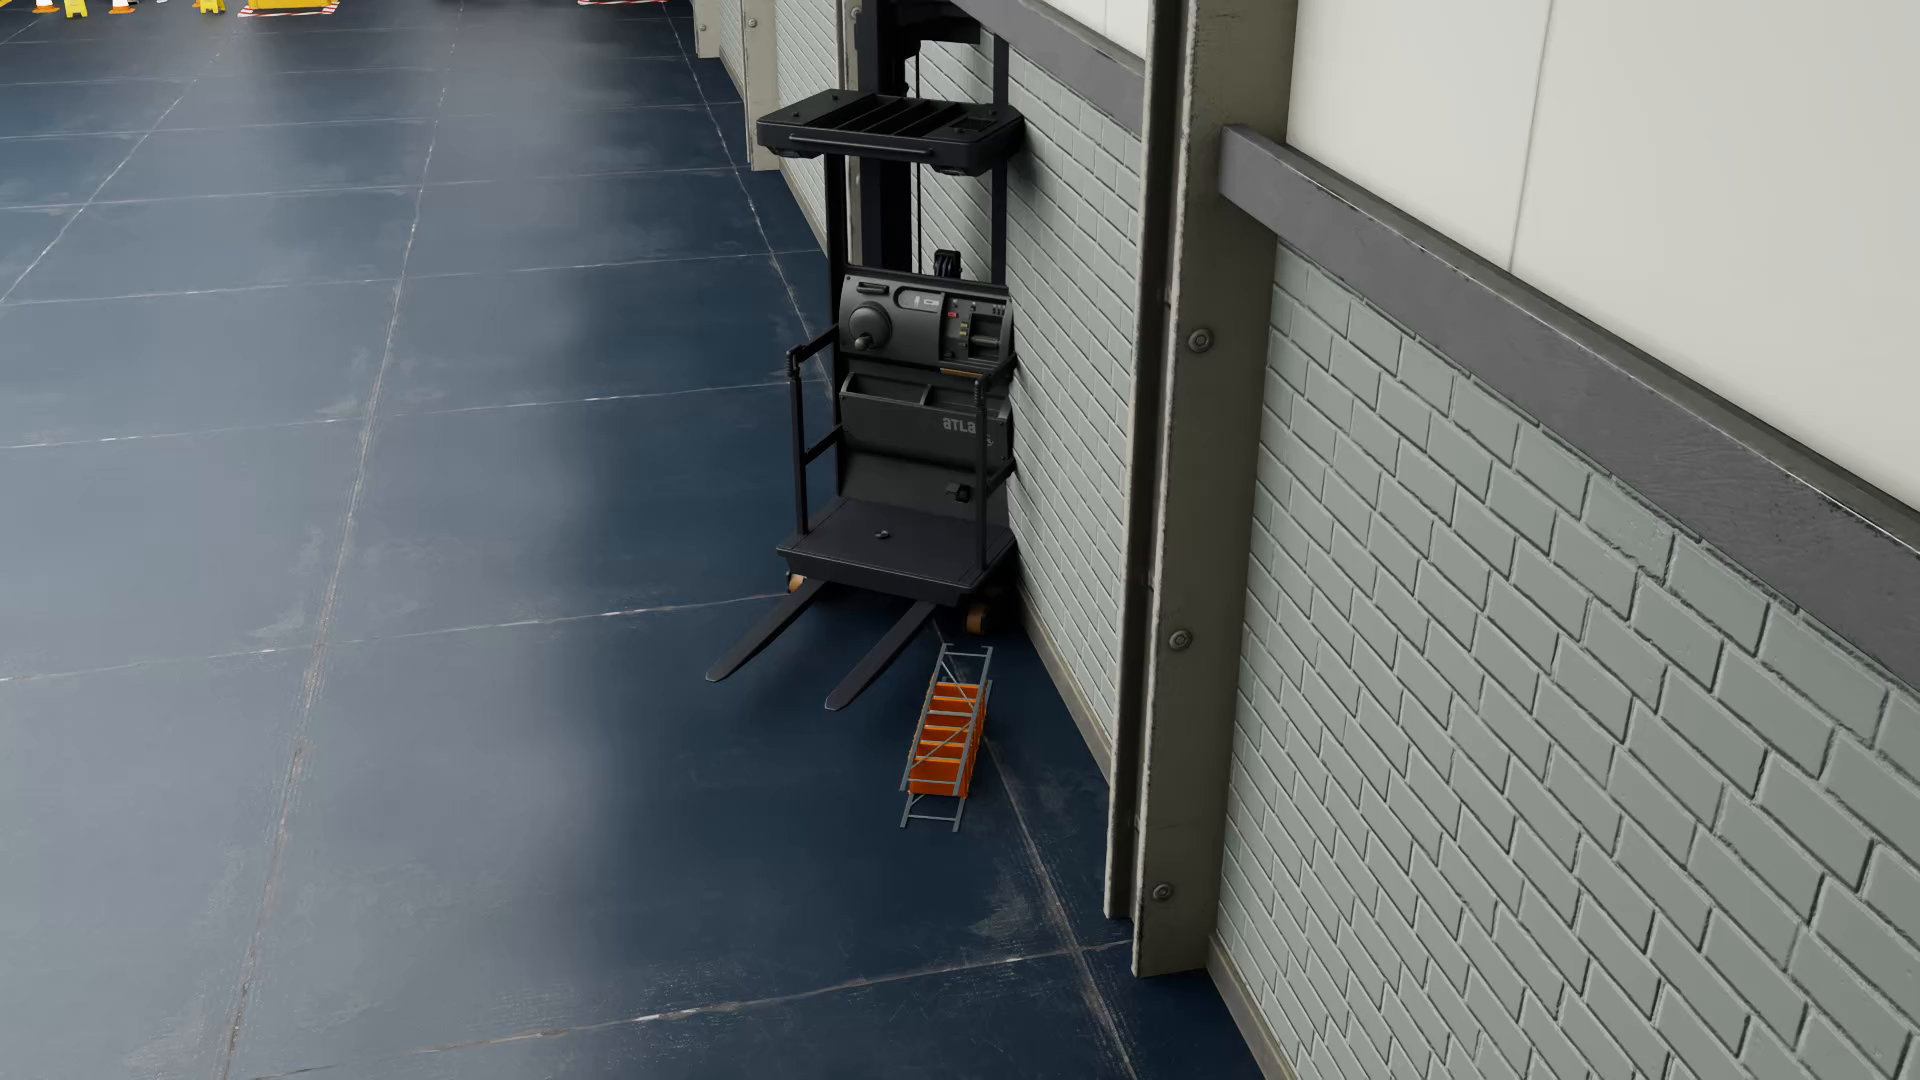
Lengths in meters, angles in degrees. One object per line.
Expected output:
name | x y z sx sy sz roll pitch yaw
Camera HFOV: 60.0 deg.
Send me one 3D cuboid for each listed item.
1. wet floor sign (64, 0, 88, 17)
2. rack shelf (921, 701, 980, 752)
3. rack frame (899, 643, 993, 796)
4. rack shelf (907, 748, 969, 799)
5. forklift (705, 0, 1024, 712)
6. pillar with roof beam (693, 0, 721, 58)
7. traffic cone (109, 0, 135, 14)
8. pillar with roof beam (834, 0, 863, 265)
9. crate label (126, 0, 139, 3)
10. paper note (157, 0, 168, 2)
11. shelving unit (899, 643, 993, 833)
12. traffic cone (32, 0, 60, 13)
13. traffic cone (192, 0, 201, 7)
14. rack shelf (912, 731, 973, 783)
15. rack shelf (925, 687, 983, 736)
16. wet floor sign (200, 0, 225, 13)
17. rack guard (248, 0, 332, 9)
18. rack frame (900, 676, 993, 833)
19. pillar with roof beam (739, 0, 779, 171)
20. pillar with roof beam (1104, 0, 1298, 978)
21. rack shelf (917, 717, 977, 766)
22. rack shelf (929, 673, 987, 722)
wet floor sign | -13.081 -8.064 24.510 0.267 0.644 0.232 -11 29 -20
rack shelf | -0.040 0.828 7.395 0.258 0.180 0.103 4 27 7
rack frame | -0.046 0.766 7.314 0.240 0.006 1.200 4 27 7
rack shelf | -0.090 0.988 7.077 0.258 0.180 0.103 4 27 7
forklift | -0.249 -1.048 8.073 1.130 2.935 3.031 11 29 21
pillar with roof beam | -7.503 -9.983 19.042 9.100 9.000 0.400 -6 27 -12
traffic cone | -12.576 -8.137 24.857 0.336 0.463 0.334 -6 27 -12
pillar with roof beam | -4.798 -4.715 8.605 9.100 9.000 0.400 -6 27 -12
crate label | -12.813 -8.330 25.602 0.250 0.136 0.298 -23 35 -38
paper note | -12.369 -8.361 25.780 0.148 0.019 0.142 -16 31 -29
shelving unit | -0.046 0.848 7.356 0.258 0.189 1.200 4 27 7
traffic cone | -13.753 -8.171 24.925 0.336 0.463 0.334 -6 27 -12
traffic cone | -11.571 -8.399 25.376 0.336 0.463 0.334 -6 27 -12
rack shelf | -0.073 0.935 7.183 0.258 0.180 0.103 4 27 7
rack shelf | -0.023 0.774 7.501 0.258 0.180 0.103 4 27 7
wet floor sign | -11.217 -8.230 24.840 0.267 0.644 0.232 3 27 6
rack guard | -10.234 -8.391 25.319 1.175 0.500 0.348 -6 27 -12
rack frame | -0.046 0.929 7.397 0.240 0.006 1.200 4 27 7
pillar with roof beam | -6.151 -7.349 13.823 9.100 9.000 0.400 -6 27 -12
pillar with roof beam | -3.446 -2.081 3.386 9.100 9.000 0.400 -6 27 -12
rack shelf | -0.056 0.881 7.289 0.258 0.180 0.103 4 27 7
rack shelf | -0.006 0.721 7.607 0.258 0.180 0.103 4 27 7
